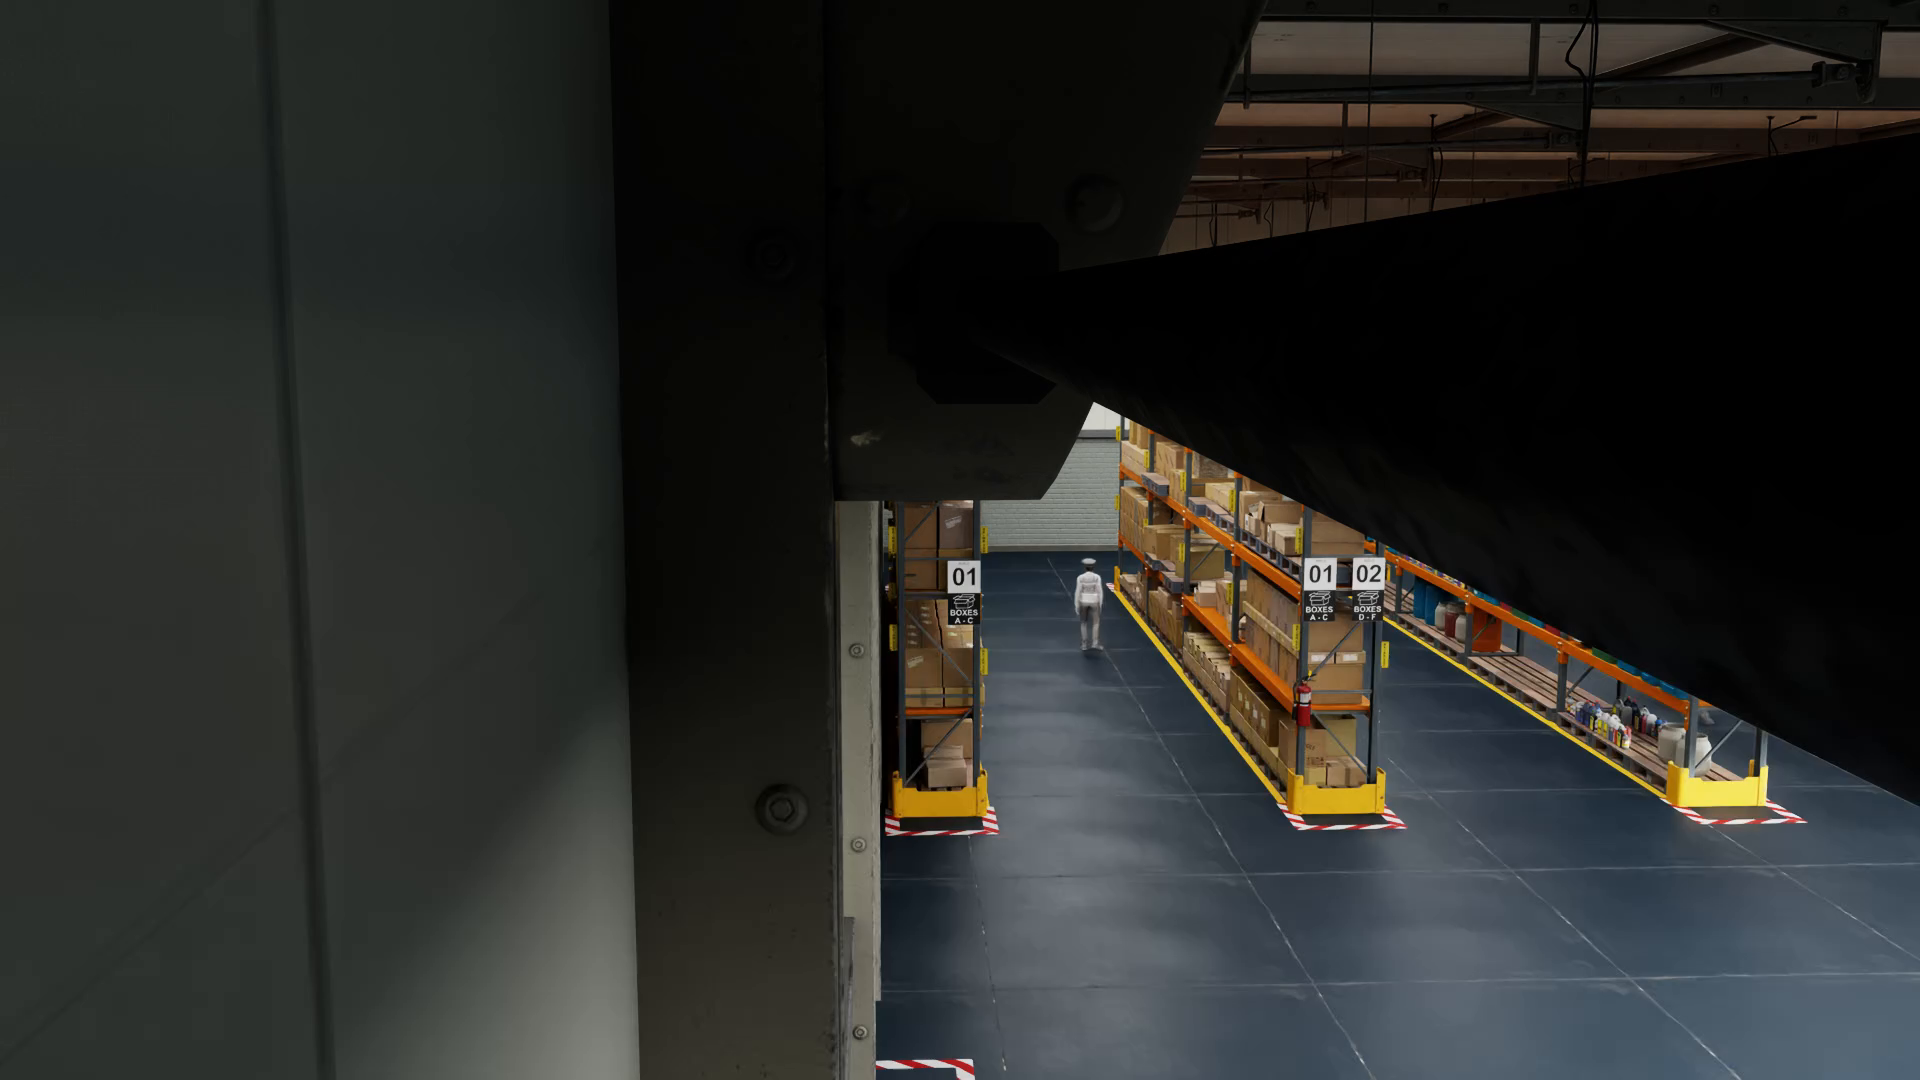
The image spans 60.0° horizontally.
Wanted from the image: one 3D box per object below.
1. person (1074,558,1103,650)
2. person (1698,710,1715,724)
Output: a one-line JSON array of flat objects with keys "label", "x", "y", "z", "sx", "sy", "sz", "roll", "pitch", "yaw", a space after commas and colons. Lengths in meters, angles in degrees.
[{"label": "person", "x": 2.327, "y": 1.187, "z": 30.075, "sx": 0.514, "sy": 1.674, "sz": 0.534, "roll": 0, "pitch": 8, "yaw": 2}, {"label": "person", "x": 11.273, "y": 1.906, "z": 25.191, "sx": 0.467, "sy": 1.605, "sz": 1.022, "roll": -1, "pitch": 8, "yaw": -4}]
